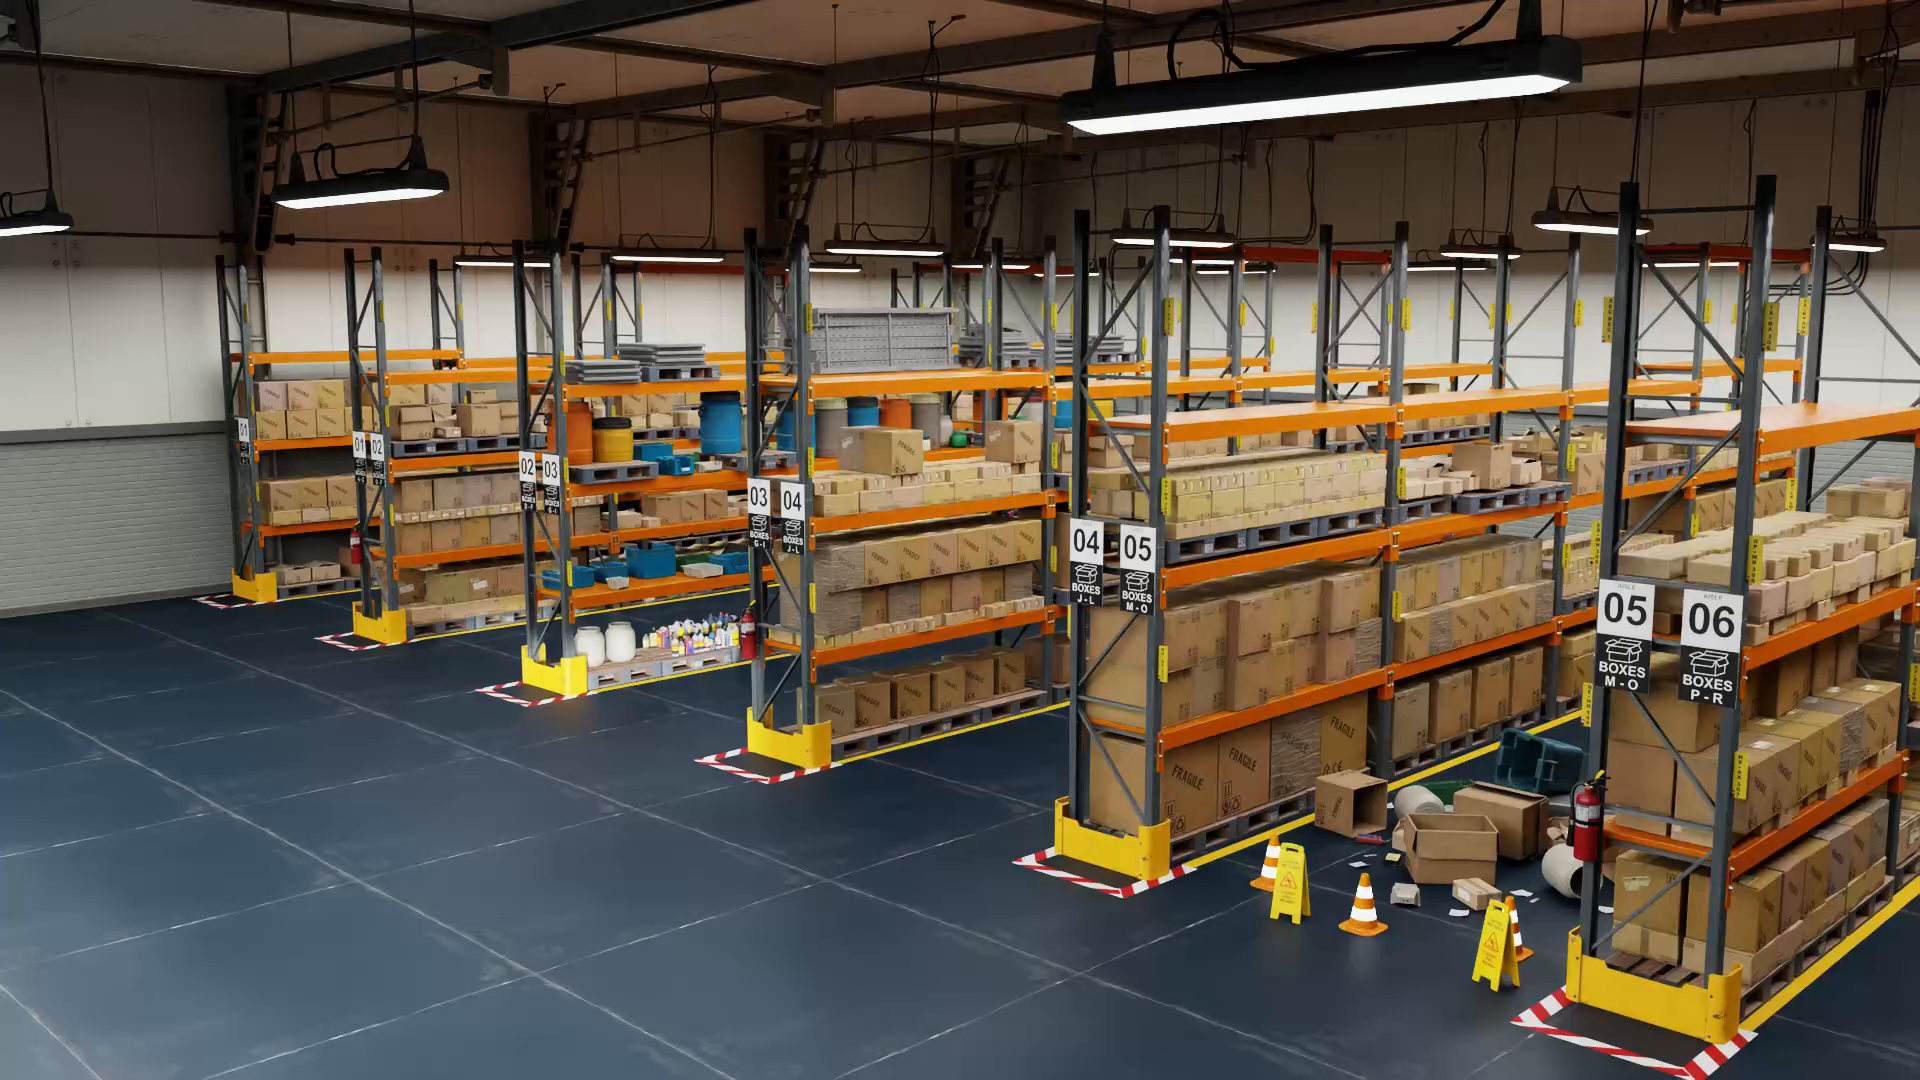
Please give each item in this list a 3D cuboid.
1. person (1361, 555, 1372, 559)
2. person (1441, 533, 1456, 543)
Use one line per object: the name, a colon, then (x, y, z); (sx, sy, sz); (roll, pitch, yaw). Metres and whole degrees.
person: (5.860, 1.029, 23.920); (0.454, 1.630, 0.442); (-1, 8, -10)
person: (7.803, 0.648, 26.502); (0.495, 1.543, 0.823); (7, 11, 42)
